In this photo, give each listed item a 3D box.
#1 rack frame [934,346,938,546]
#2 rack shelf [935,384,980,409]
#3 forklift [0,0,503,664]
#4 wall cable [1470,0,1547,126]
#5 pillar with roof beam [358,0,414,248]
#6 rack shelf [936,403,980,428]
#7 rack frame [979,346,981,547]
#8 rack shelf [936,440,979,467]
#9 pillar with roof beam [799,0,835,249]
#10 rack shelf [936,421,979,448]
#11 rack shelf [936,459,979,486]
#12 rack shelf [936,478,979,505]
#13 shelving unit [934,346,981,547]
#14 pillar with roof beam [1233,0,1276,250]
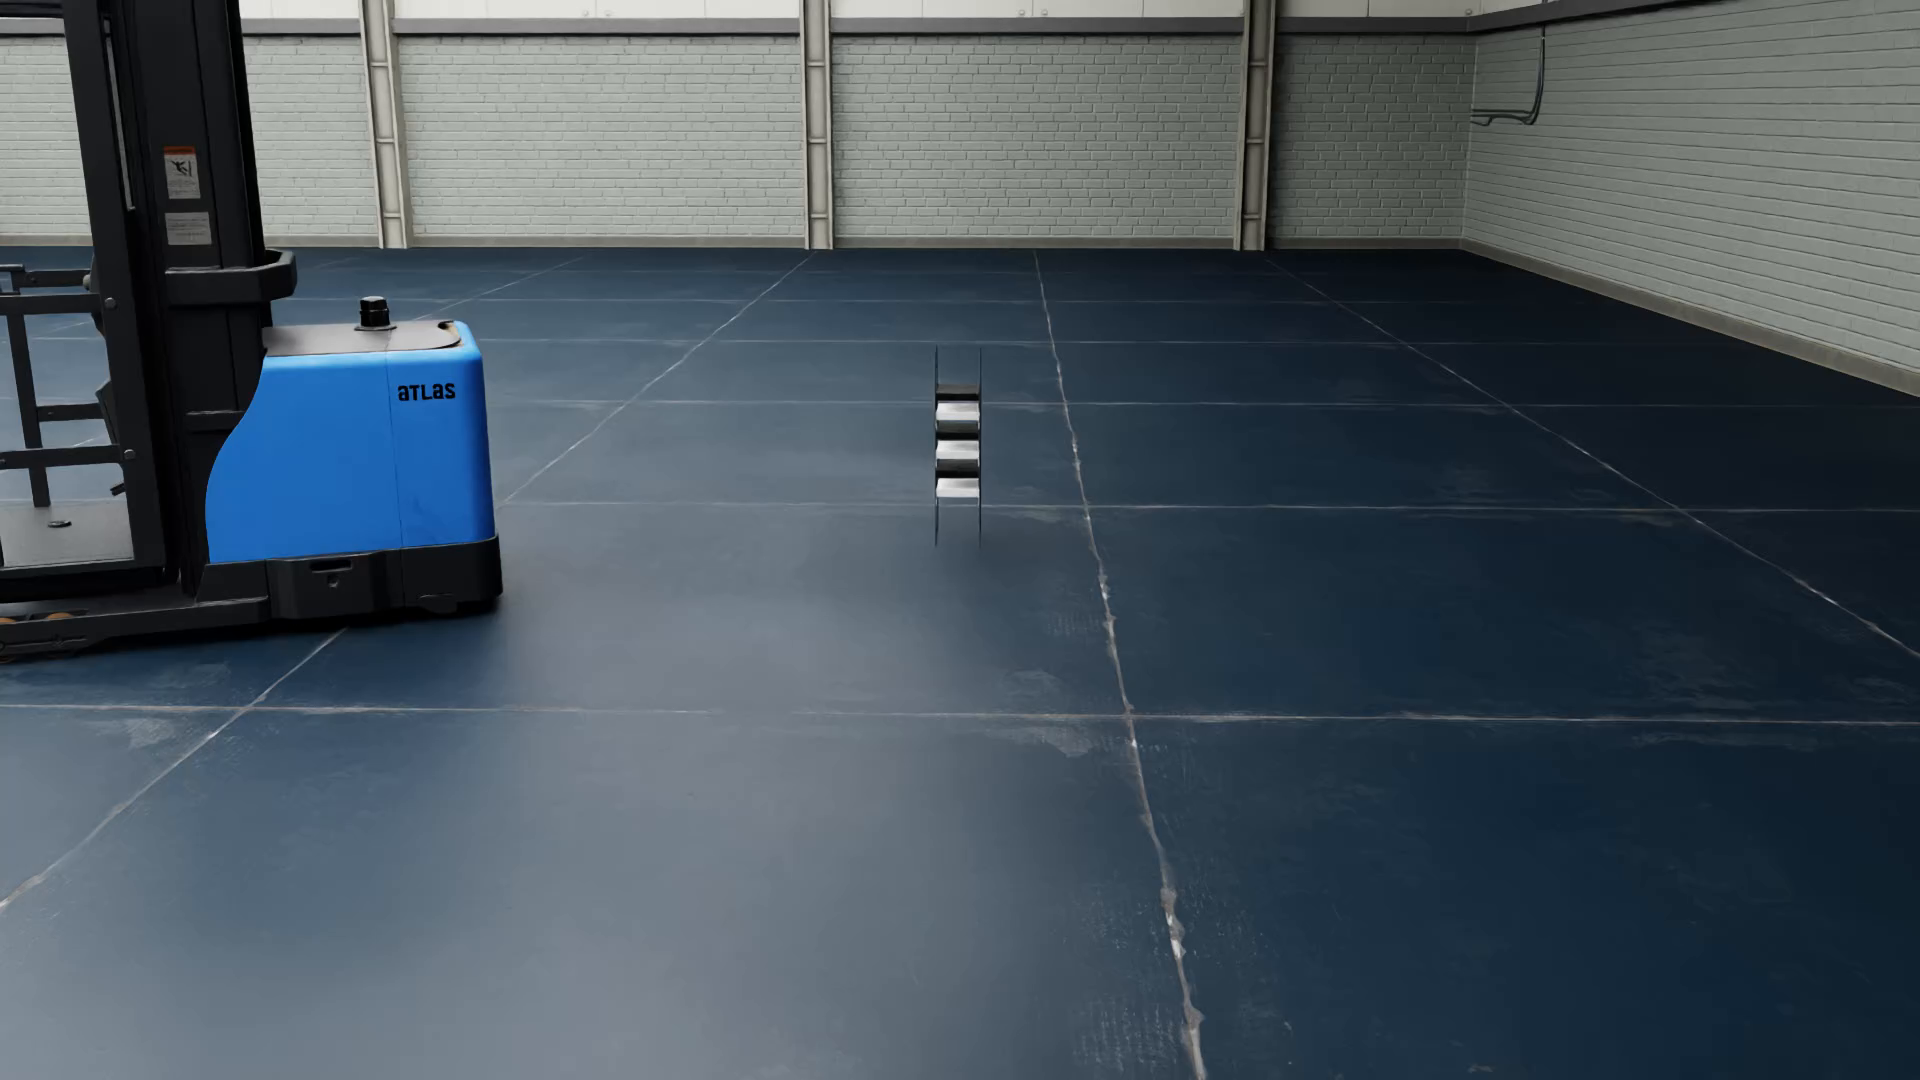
[{"bbox_3d":[-0.110,-0.436,7.728,0.006,0.900,0.240,0,15,1],"label":"rack frame"},{"bbox_3d":[-0.008,-0.664,7.665,0.200,0.077,0.258,0,15,1],"label":"rack shelf"},{"bbox_3d":[-3.430,-1.113,6.314,3.031,2.935,1.130,-5,16,-19],"label":"forklift"},{"bbox_3d":[6.945,-6.553,21.125,0.112,2.526,3.097,0,15,1],"label":"wall cable"},{"bbox_3d":[-8.073,-7.391,18.215,0.400,9.000,9.100,0,15,1],"label":"pillar with roof beam"},{"bbox_3d":[-0.008,-0.577,7.688,0.200,0.077,0.258,0,15,1],"label":"rack shelf"},{"bbox_3d":[0.094,-0.435,7.723,0.006,0.900,0.240,0,15,1],"label":"rack frame"},{"bbox_3d":[-0.008,-0.403,7.734,0.200,0.077,0.258,0,15,1],"label":"rack shelf"},{"bbox_3d":[-2.074,-7.352,18.067,0.400,9.000,9.100,0,15,1],"label":"pillar with roof beam"},{"bbox_3d":[-0.008,-0.490,7.711,0.200,0.077,0.258,0,15,1],"label":"rack shelf"},{"bbox_3d":[-0.008,-0.316,7.757,0.200,0.077,0.258,0,15,1],"label":"rack shelf"},{"bbox_3d":[-0.008,-0.229,7.780,0.200,0.077,0.258,0,15,1],"label":"rack shelf"},{"bbox_3d":[-0.008,-0.435,7.725,0.210,0.900,0.258,0,15,1],"label":"shelving unit"},{"bbox_3d":[3.924,-7.313,17.918,0.400,9.000,9.100,0,15,1],"label":"pillar with roof beam"}]
